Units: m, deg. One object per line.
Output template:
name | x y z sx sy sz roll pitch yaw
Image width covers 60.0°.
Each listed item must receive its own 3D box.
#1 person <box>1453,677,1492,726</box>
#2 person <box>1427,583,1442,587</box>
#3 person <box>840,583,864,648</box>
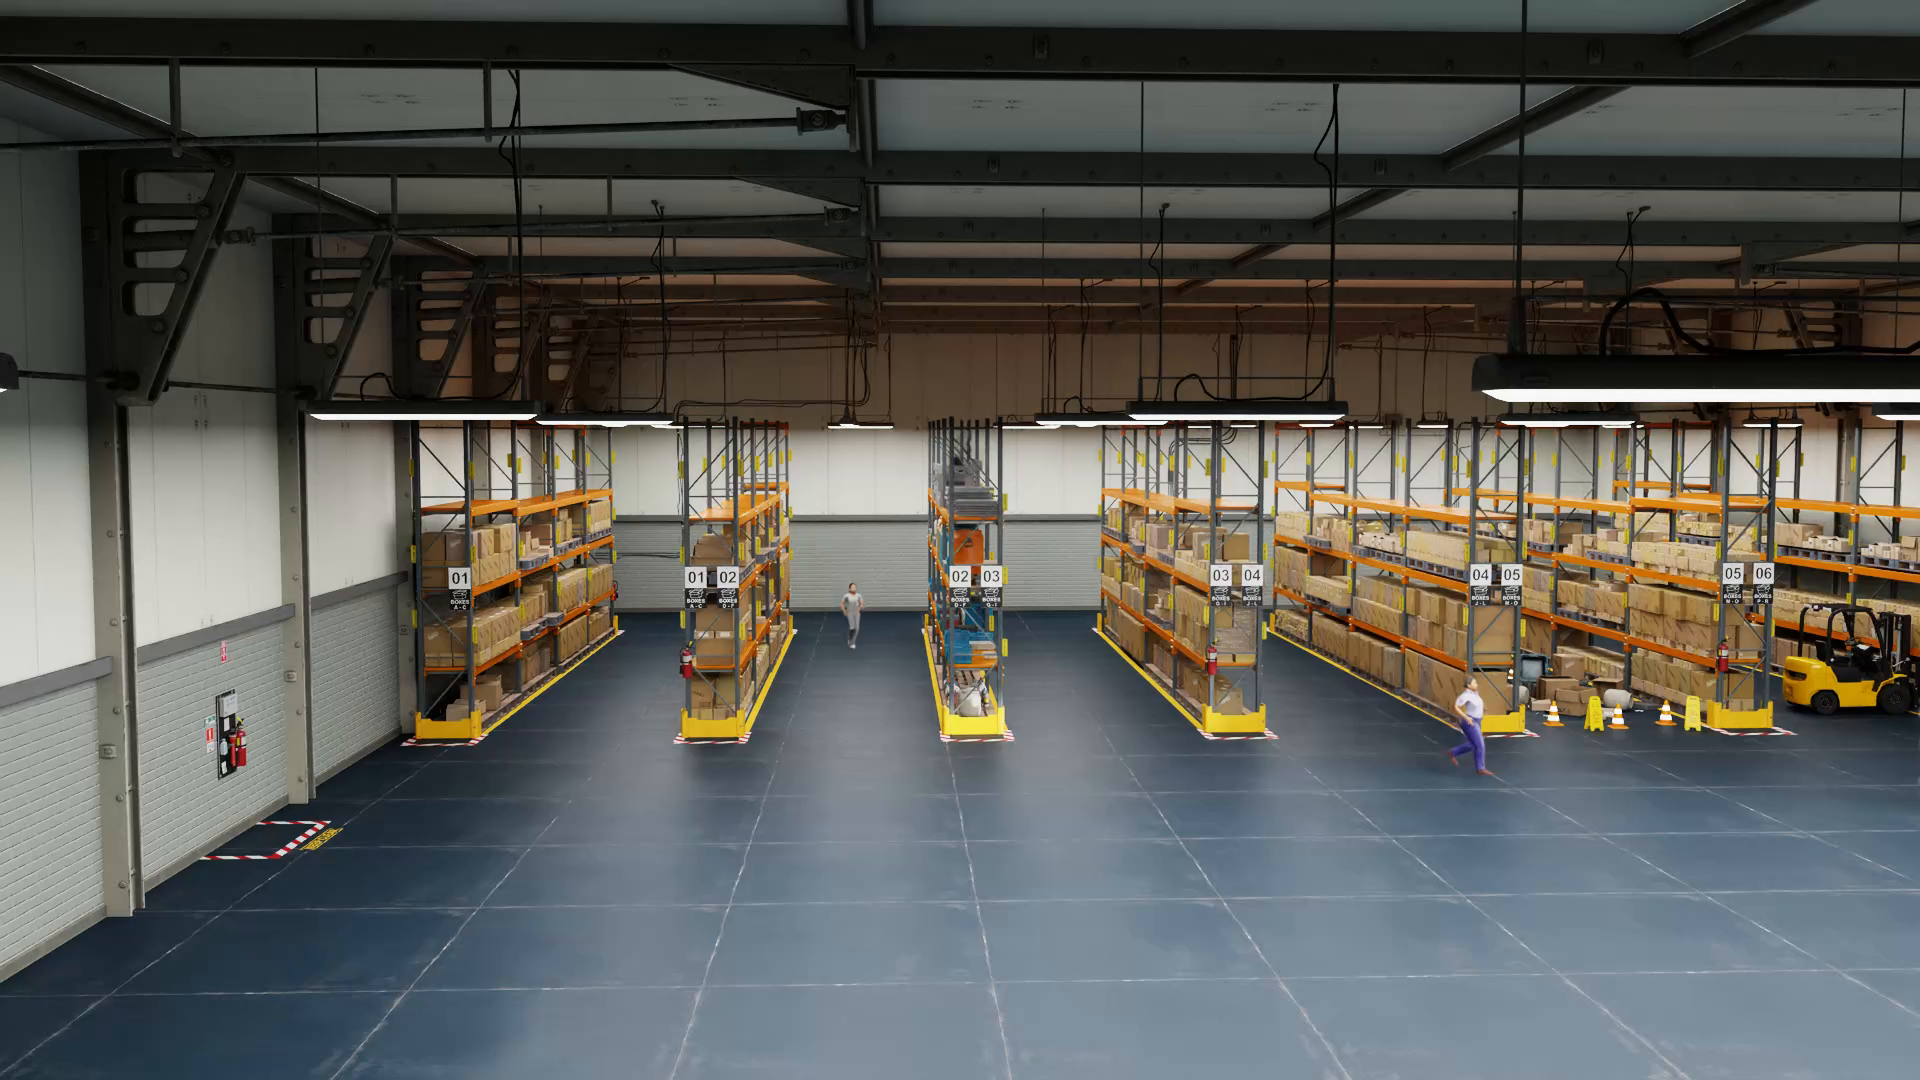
person | 8.589 2.681 27.749 0.532 0.764 0.619 3 5 36
person | 14.204 1.661 49.406 0.847 1.749 0.800 1 4 12
person | -2.671 1.904 41.647 0.559 1.633 0.515 -1 4 -19
